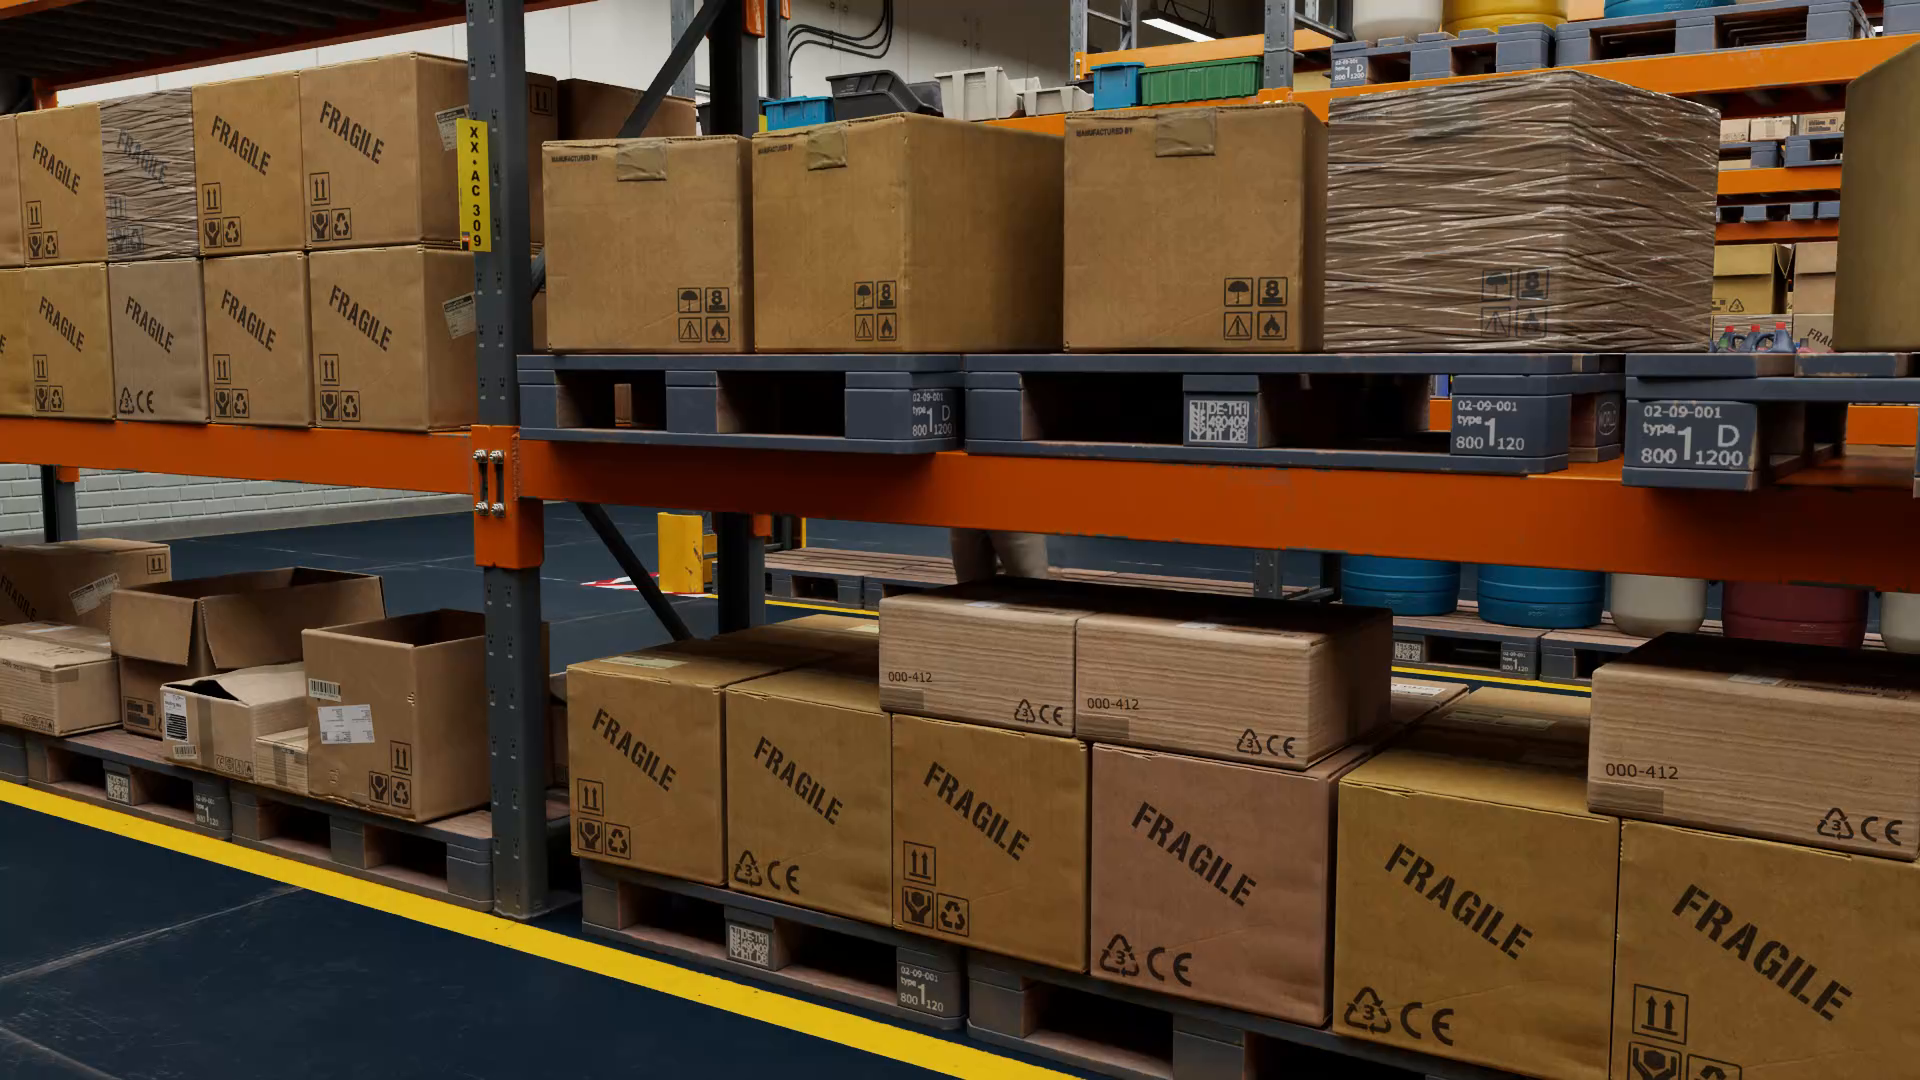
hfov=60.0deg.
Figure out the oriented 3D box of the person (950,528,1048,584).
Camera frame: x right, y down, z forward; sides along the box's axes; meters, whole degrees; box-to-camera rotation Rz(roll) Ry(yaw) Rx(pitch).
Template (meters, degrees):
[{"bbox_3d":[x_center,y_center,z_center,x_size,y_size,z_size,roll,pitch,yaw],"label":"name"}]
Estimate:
[{"bbox_3d":[0.166,-0.158,7.261,0.566,1.729,0.388,4,7,32],"label":"person"}]
